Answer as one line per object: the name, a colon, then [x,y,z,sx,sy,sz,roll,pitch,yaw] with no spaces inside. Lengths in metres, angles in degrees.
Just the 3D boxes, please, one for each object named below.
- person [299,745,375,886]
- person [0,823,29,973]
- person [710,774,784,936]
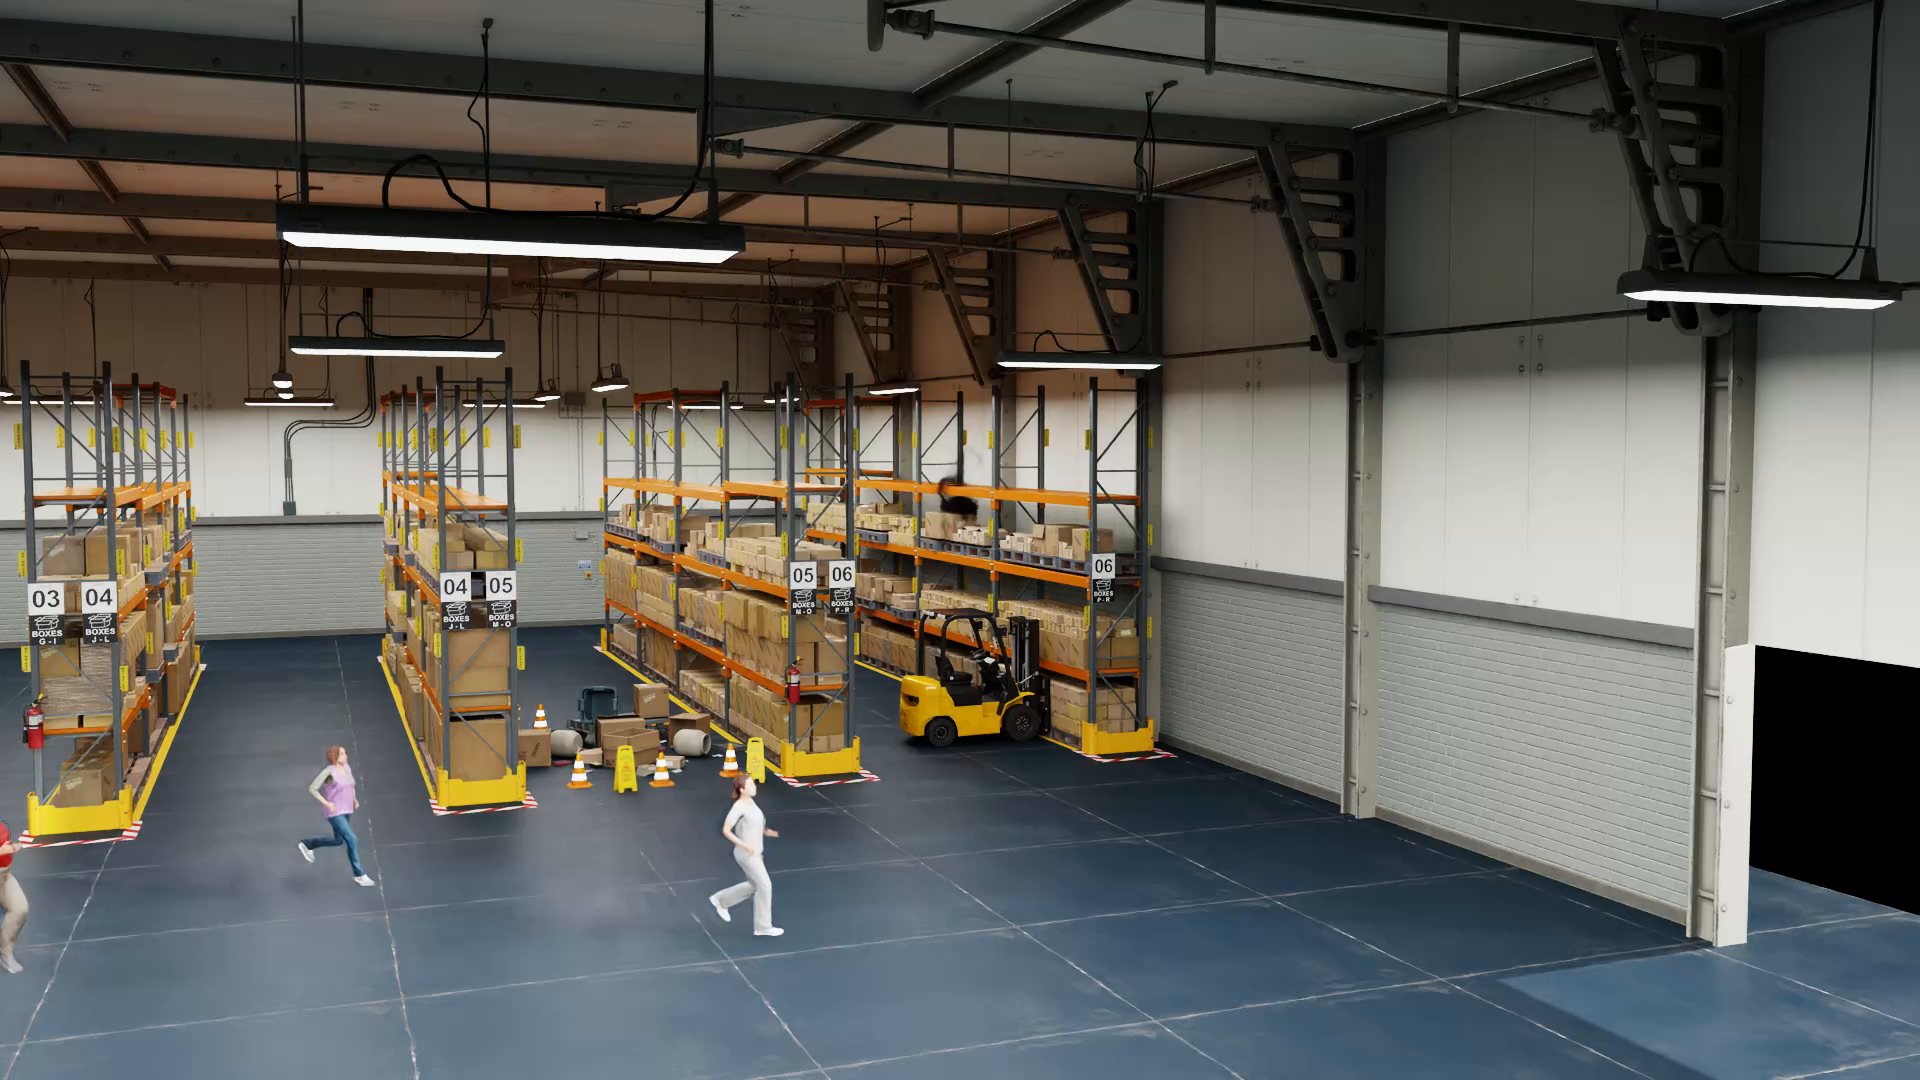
person: [-7.060,3.101,18.804,0.975,1.584,0.512,1,3,11]
person: [-9.056,3.253,15.551,0.727,1.710,0.640,0,3,6]
person: [-2.172,3.176,16.789,0.802,1.624,0.575,1,4,12]
